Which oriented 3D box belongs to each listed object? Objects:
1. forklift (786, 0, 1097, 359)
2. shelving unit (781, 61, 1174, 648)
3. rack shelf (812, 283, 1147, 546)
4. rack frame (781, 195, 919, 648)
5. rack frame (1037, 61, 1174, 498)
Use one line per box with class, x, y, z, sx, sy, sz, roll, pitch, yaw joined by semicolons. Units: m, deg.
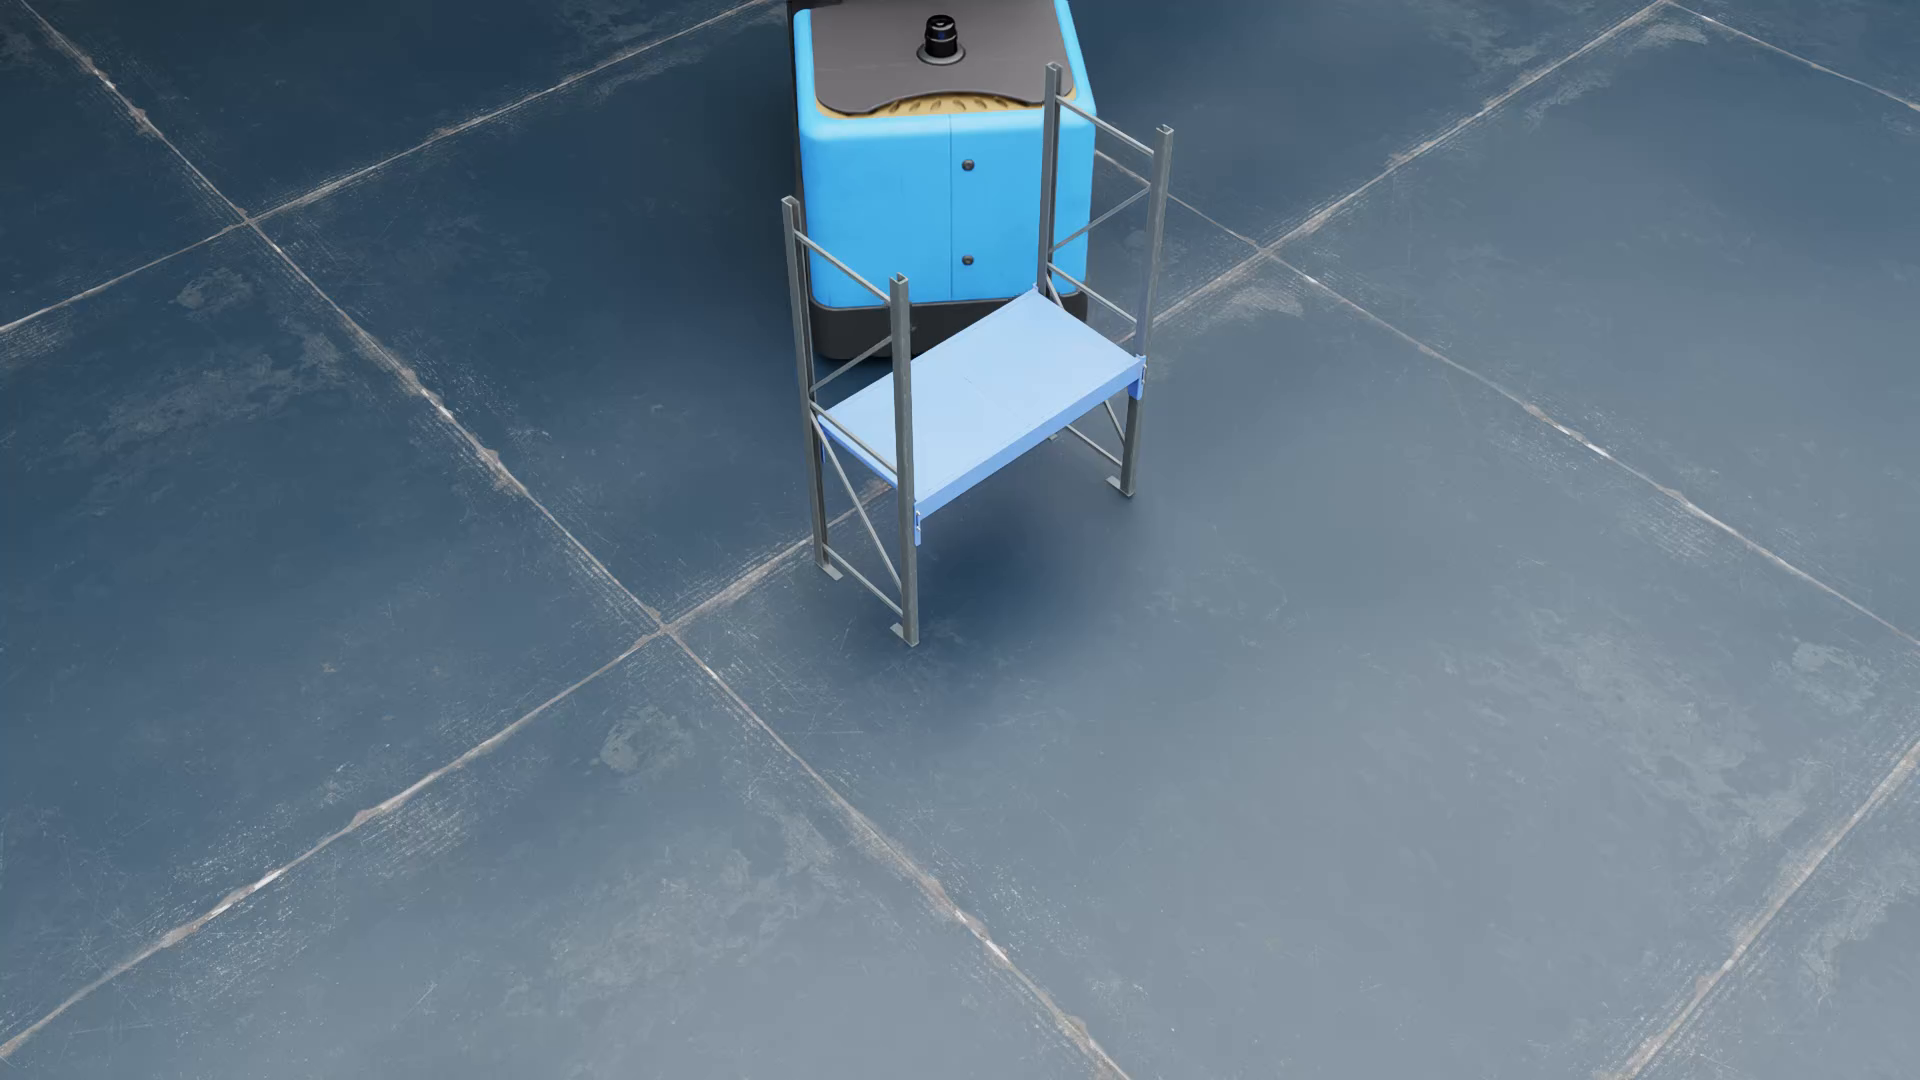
forklift;-0.171;-2.764;6.306;1.130;2.935;3.031;-4;47;-4
shelving unit;0.063;-0.551;5.238;1.048;1.500;0.538;-34;56;-27
rack shelf;0.063;-0.429;5.370;1.000;0.185;0.538;-34;56;-27
rack frame;-0.313;-0.299;5.006;0.032;1.500;0.500;-34;56;-27
rack frame;0.439;-0.802;5.470;0.032;1.500;0.500;-34;56;-27
